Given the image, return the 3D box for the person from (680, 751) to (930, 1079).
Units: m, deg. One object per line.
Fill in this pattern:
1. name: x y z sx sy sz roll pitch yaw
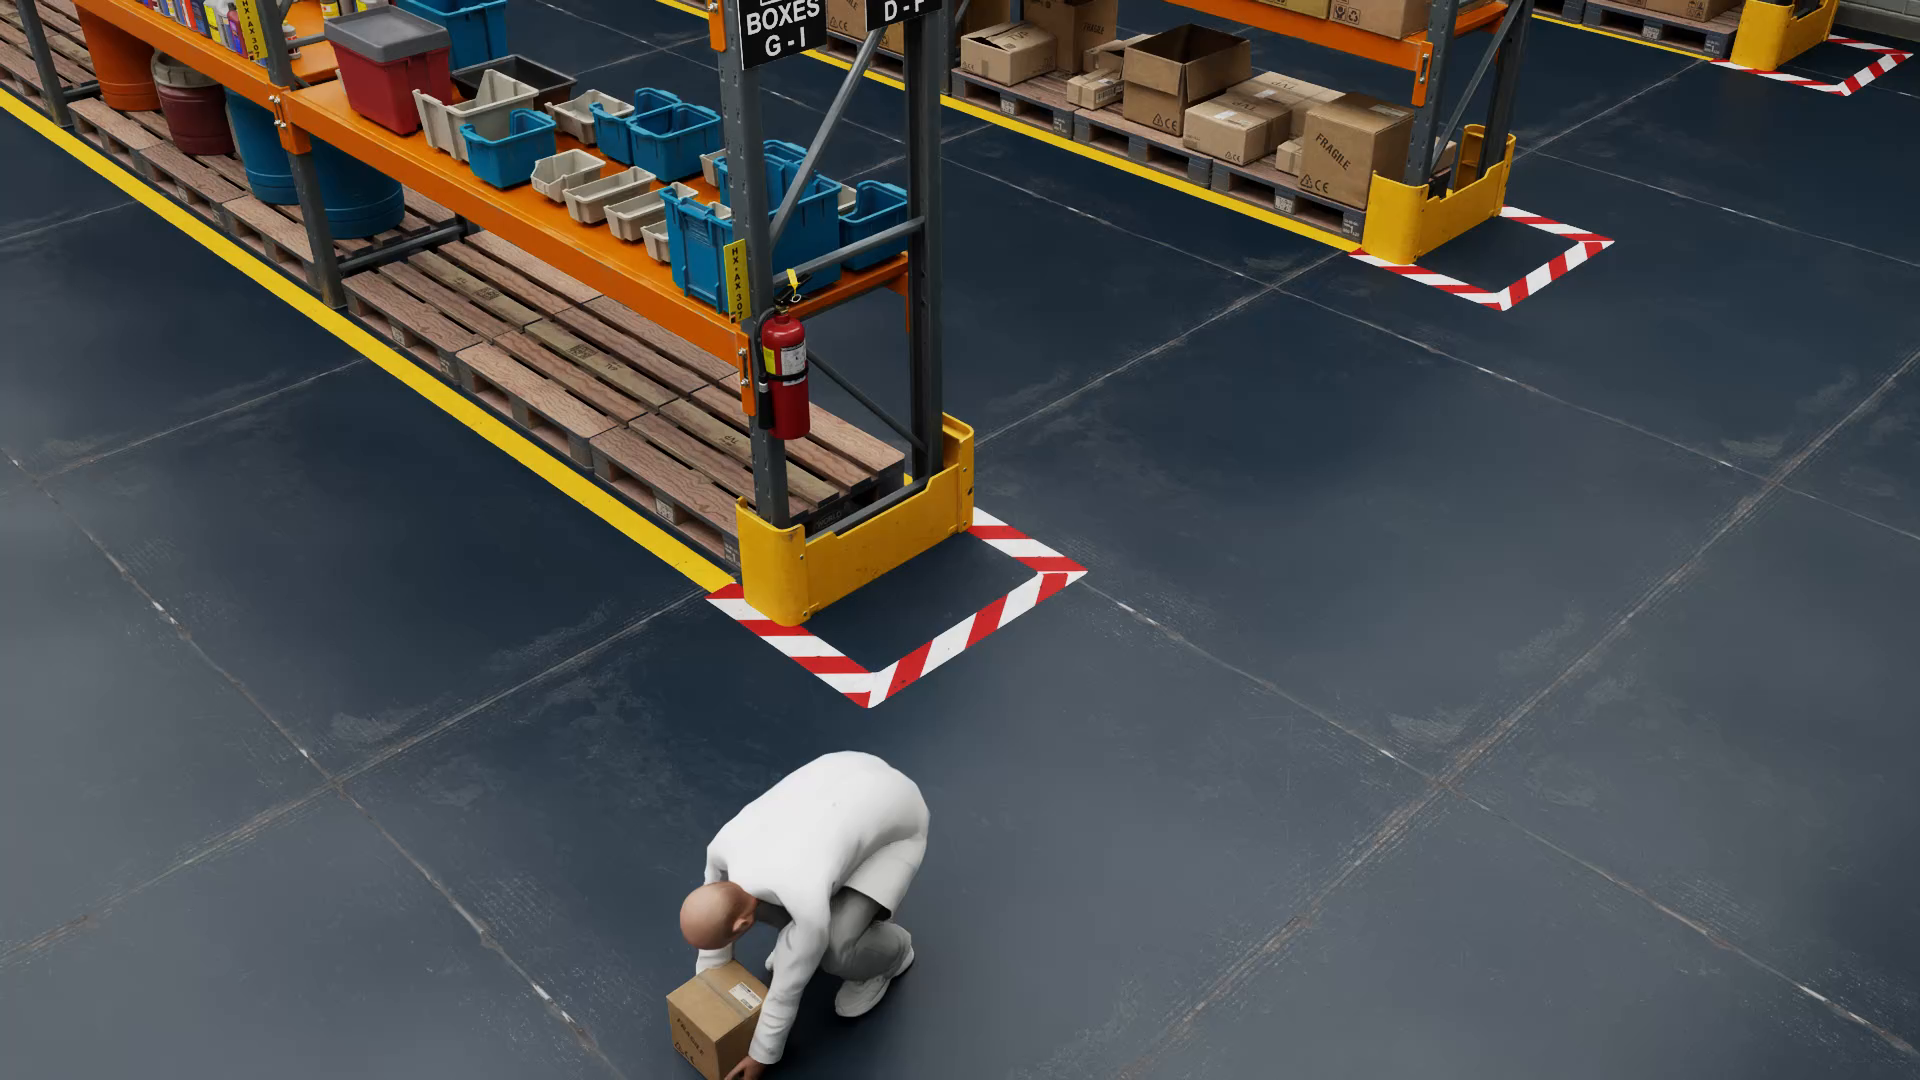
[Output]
1. person: -0.493 1.168 5.334 0.581 0.849 0.952 28 44 34
